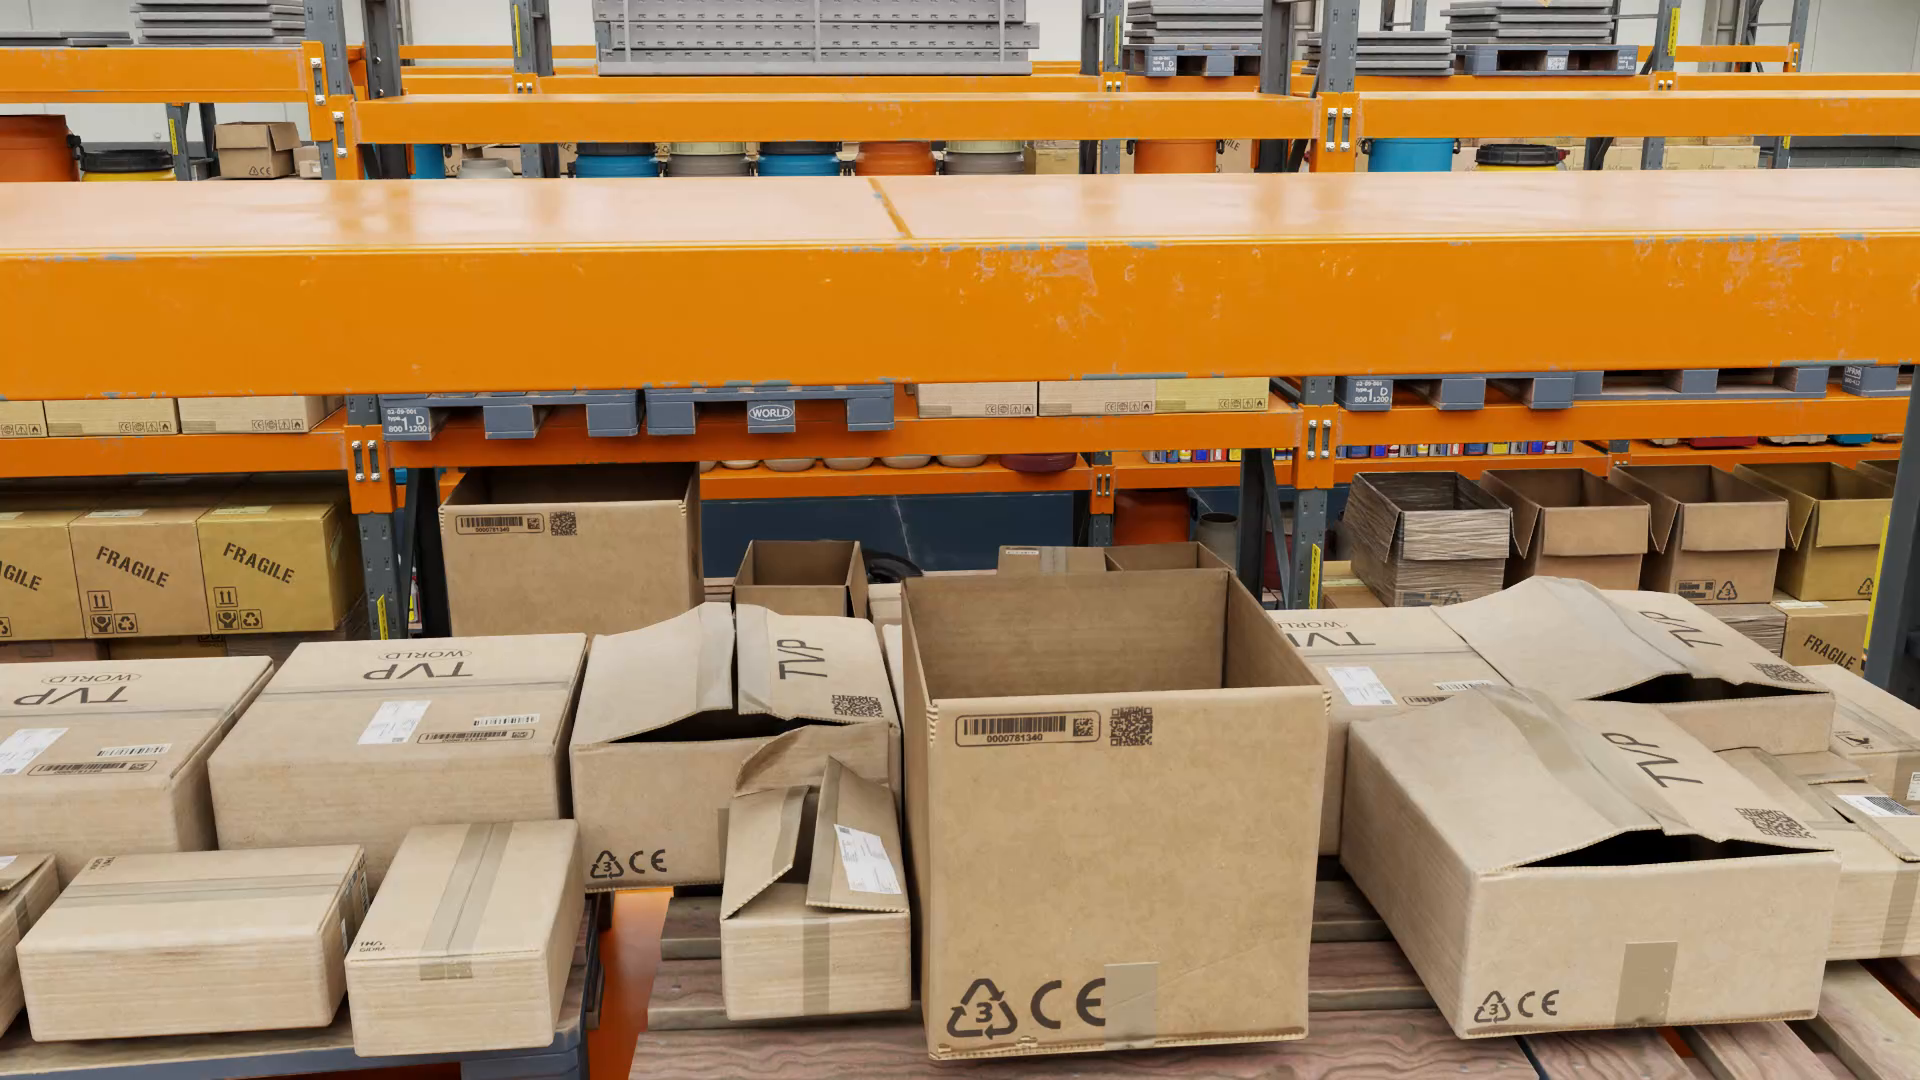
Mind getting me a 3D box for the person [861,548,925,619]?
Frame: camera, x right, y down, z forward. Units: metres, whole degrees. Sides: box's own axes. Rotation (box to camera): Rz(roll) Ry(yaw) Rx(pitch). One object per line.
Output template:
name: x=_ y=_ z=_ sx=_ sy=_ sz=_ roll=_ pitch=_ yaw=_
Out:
person: x=-0.681 y=0.507 z=11.735 sx=0.897 sy=0.954 sz=0.503 roll=-2 pitch=17 yaw=-7
